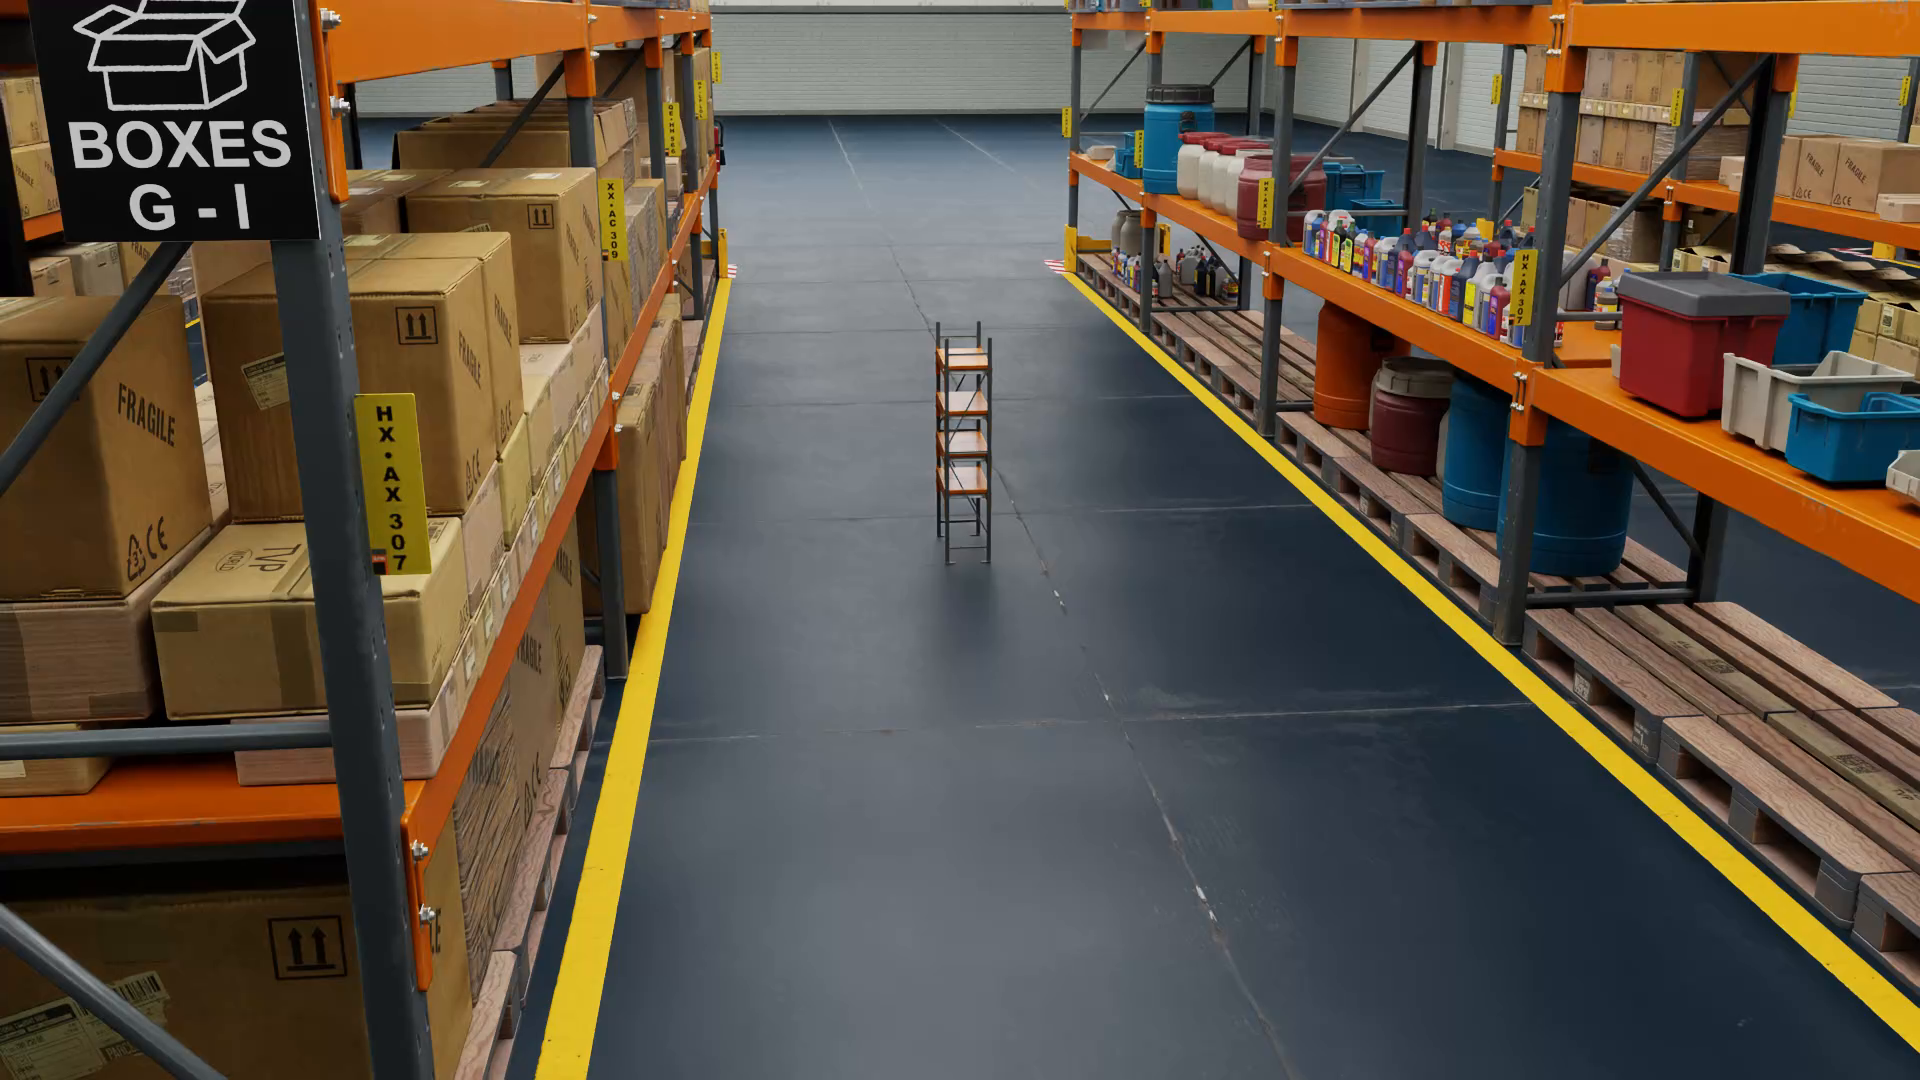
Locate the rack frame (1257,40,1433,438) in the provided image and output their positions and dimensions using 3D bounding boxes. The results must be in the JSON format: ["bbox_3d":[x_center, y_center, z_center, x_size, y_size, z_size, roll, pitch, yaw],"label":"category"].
[{"bbox_3d":[2.564,-2.165,11.064,1.000,3.000,0.127,-2,18,-6],"label":"rack frame"}]

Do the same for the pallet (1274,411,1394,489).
[{"bbox_3d":[2.687,-0.601,10.738,1.003,0.211,1.213,-2,18,-6],"label":"pallet"}]

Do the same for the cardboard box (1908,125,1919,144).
[{"bbox_3d":[11.327,-4.637,19.156,0.500,0.250,0.500,-2,18,-7],"label":"cardboard box"}]

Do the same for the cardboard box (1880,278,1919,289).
[{"bbox_3d":[7.616,-1.946,13.321,0.500,0.311,0.500,-2,18,-7],"label":"cardboard box"}]

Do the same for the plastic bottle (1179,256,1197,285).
[{"bbox_3d":[2.273,-2.691,16.553,0.152,0.276,0.135,-2,18,-6],"label":"plastic bottle"}]

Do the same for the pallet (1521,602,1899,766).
[{"bbox_3d":[3.091,0.575,6.992,1.003,0.211,1.213,-2,18,-6],"label":"pallet"}]

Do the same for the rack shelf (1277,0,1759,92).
[{"bbox_3d":[2.770,-2.657,8.825,1.077,0.370,4.000,-2,18,-6],"label":"rack shelf"}]

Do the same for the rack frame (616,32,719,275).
[{"bbox_3d":[-3.188,-4.395,18.169,1.000,3.000,0.127,-2,18,-6],"label":"rack frame"}]

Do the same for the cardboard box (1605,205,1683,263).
[{"bbox_3d":[6.773,-3.035,16.475,0.500,0.500,0.500,-2,18,-6],"label":"cardboard box"}]

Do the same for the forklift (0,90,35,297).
[{"bbox_3d":[-5.027,-0.984,7.417,3.031,2.935,1.130,3,18,10],"label":"forklift"}]

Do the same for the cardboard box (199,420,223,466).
[{"bbox_3d":[-1.956,-0.137,4.361,0.500,0.250,0.500,-2,18,-8],"label":"cardboard box"}]

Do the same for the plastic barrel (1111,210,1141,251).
[{"bbox_3d":[1.883,-3.368,18.349,0.421,0.512,0.421,0,17,0],"label":"plastic barrel"}]

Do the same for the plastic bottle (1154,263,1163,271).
[{"bbox_3d":[1.923,-2.519,16.006,0.152,0.276,0.135,-2,18,-6],"label":"plastic bottle"}]

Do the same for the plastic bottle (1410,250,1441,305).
[{"bbox_3d":[2.487,-1.389,8.802,0.152,0.276,0.135,-2,18,-6],"label":"plastic bottle"}]

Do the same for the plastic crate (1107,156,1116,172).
[{"bbox_3d":[1.732,-3.707,16.416,0.530,0.136,0.437,-2,18,-6],"label":"plastic crate"}]

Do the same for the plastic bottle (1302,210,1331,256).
[{"bbox_3d":[2.287,-1.967,10.640,0.152,0.276,0.135,-2,18,-6],"label":"plastic bottle"}]

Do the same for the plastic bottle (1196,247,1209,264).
[{"bbox_3d":[2.417,-2.739,16.580,0.144,0.351,0.185,-2,18,-6],"label":"plastic bottle"}]

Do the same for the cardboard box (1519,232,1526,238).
[{"bbox_3d":[6.555,-3.273,18.484,0.500,0.250,0.500,-2,18,-6],"label":"cardboard box"}]

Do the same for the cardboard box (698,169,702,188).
[{"bbox_3d":[-2.511,-3.232,14.882,0.380,0.149,0.250,-2,18,-6],"label":"cardboard box"}]

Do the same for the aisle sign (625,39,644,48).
[{"bbox_3d":[-3.493,-5.645,17.809,0.394,0.787,0.004,-2,18,-6],"label":"aisle sign"}]

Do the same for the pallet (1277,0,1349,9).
[{"bbox_3d":[2.545,-3.275,9.908,1.003,0.211,1.213,-2,18,-6],"label":"pallet"}]

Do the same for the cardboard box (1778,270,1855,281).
[{"bbox_3d":[7.033,-2.076,13.733,0.500,0.311,0.500,-1,17,-4],"label":"cardboard box"}]

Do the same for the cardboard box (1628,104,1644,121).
[{"bbox_3d":[6.756,-4.170,16.201,0.380,0.149,0.250,-2,18,-6],"label":"cardboard box"}]

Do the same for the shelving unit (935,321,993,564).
[{"bbox_3d":[0.017,-0.523,8.840,0.258,1.200,0.503,-2,18,-6],"label":"shelving unit"}]

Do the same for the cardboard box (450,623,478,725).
[{"bbox_3d":[-1.274,0.299,3.635,0.380,0.149,0.250,-2,18,-6],"label":"cardboard box"}]

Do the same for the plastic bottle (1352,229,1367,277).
[{"bbox_3d":[2.357,-1.683,9.744,0.097,0.271,0.097,0,17,0],"label":"plastic bottle"}]

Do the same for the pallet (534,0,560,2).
[{"bbox_3d":[-2.094,-2.431,7.225,0.805,0.209,1.217,-2,18,-8],"label":"pallet"}]

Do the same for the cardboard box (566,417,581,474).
[{"bbox_3d":[-1.486,-0.313,5.585,0.380,0.149,0.250,-1,17,-5],"label":"cardboard box"}]

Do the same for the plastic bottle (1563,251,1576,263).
[{"bbox_3d":[3.188,-1.408,8.862,0.152,0.276,0.135,-2,18,-6],"label":"plastic bottle"}]

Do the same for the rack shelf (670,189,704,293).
[{"bbox_3d":[-2.569,-2.264,12.582,1.077,0.370,4.000,-2,18,-6],"label":"rack shelf"}]

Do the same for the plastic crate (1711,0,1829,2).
[{"bbox_3d":[2.832,-1.963,5.633,0.497,0.269,0.590,-2,18,-6],"label":"plastic crate"}]

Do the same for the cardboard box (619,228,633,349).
[{"bbox_3d":[-1.802,-1.162,7.704,0.500,0.500,0.500,-2,18,-6],"label":"cardboard box"}]

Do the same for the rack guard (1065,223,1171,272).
[{"bbox_3d":[1.793,-3.334,18.963,1.175,0.500,0.348,-2,18,-6],"label":"rack guard"}]

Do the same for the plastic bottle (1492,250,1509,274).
[{"bbox_3d":[2.680,-1.273,8.305,0.144,0.351,0.185,-2,18,-6],"label":"plastic bottle"}]

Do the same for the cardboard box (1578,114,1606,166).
[{"bbox_3d":[6.864,-4.147,17.212,0.700,0.500,0.500,-1,17,-4],"label":"cardboard box"}]

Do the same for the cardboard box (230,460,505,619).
[{"bbox_3d":[-1.379,-0.005,3.937,0.500,0.250,0.500,-2,18,-6],"label":"cardboard box"}]

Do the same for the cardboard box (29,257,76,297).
[{"bbox_3d":[-7.470,-1.738,12.759,1.050,0.750,0.750,-2,18,-6],"label":"cardboard box"}]

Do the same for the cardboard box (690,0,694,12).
[{"bbox_3d":[-2.567,-4.705,14.398,0.500,0.250,0.500,-2,18,-8],"label":"cardboard box"}]

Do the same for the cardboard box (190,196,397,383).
[{"bbox_3d":[-2.054,-0.796,5.205,0.500,0.500,0.500,-2,18,-7],"label":"cardboard box"}]

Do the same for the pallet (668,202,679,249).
[{"bbox_3d":[-2.542,-2.129,11.271,1.213,0.211,1.003,-2,18,-6],"label":"pallet"}]

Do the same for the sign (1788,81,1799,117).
[{"bbox_3d":[7.617,-4.043,15.245,0.100,0.325,0.005,-2,18,-6],"label":"sign"}]

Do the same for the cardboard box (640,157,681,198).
[{"bbox_3d":[-2.307,-2.647,12.149,0.500,0.250,0.500,-2,18,-7],"label":"cardboard box"}]

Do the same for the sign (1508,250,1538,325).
[{"bbox_3d":[2.429,-1.089,7.174,0.100,0.325,0.005,-2,18,-6],"label":"sign"}]

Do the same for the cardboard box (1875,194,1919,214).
[{"bbox_3d":[7.304,-2.575,12.790,0.380,0.149,0.250,0,17,-2],"label":"cardboard box"}]

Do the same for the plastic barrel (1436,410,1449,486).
[{"bbox_3d":[2.895,-0.531,9.312,0.421,0.512,0.421,0,17,0],"label":"plastic barrel"}]

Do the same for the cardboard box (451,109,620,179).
[{"bbox_3d":[-2.163,-1.926,8.462,0.797,0.503,0.637,-1,17,-4],"label":"cardboard box"}]

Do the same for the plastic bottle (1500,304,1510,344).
[{"bbox_3d":[2.575,-1.019,7.747,0.097,0.201,0.097,0,17,0],"label":"plastic bottle"}]

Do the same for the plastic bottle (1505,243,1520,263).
[{"bbox_3d":[3.040,-1.495,9.146,0.097,0.271,0.097,0,17,0],"label":"plastic bottle"}]

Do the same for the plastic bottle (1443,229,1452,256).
[{"bbox_3d":[3.057,-1.830,10.329,0.097,0.201,0.097,0,17,0],"label":"plastic bottle"}]

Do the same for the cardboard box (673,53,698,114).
[{"bbox_3d":[-2.569,-4.012,14.615,0.500,0.500,0.500,-2,18,-6],"label":"cardboard box"}]

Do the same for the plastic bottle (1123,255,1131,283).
[{"bbox_3d":[1.682,-2.714,16.635,0.097,0.271,0.097,0,17,0],"label":"plastic bottle"}]

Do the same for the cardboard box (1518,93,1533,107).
[{"bbox_3d":[6.492,-4.934,18.634,0.380,0.149,0.250,-2,18,-6],"label":"cardboard box"}]
